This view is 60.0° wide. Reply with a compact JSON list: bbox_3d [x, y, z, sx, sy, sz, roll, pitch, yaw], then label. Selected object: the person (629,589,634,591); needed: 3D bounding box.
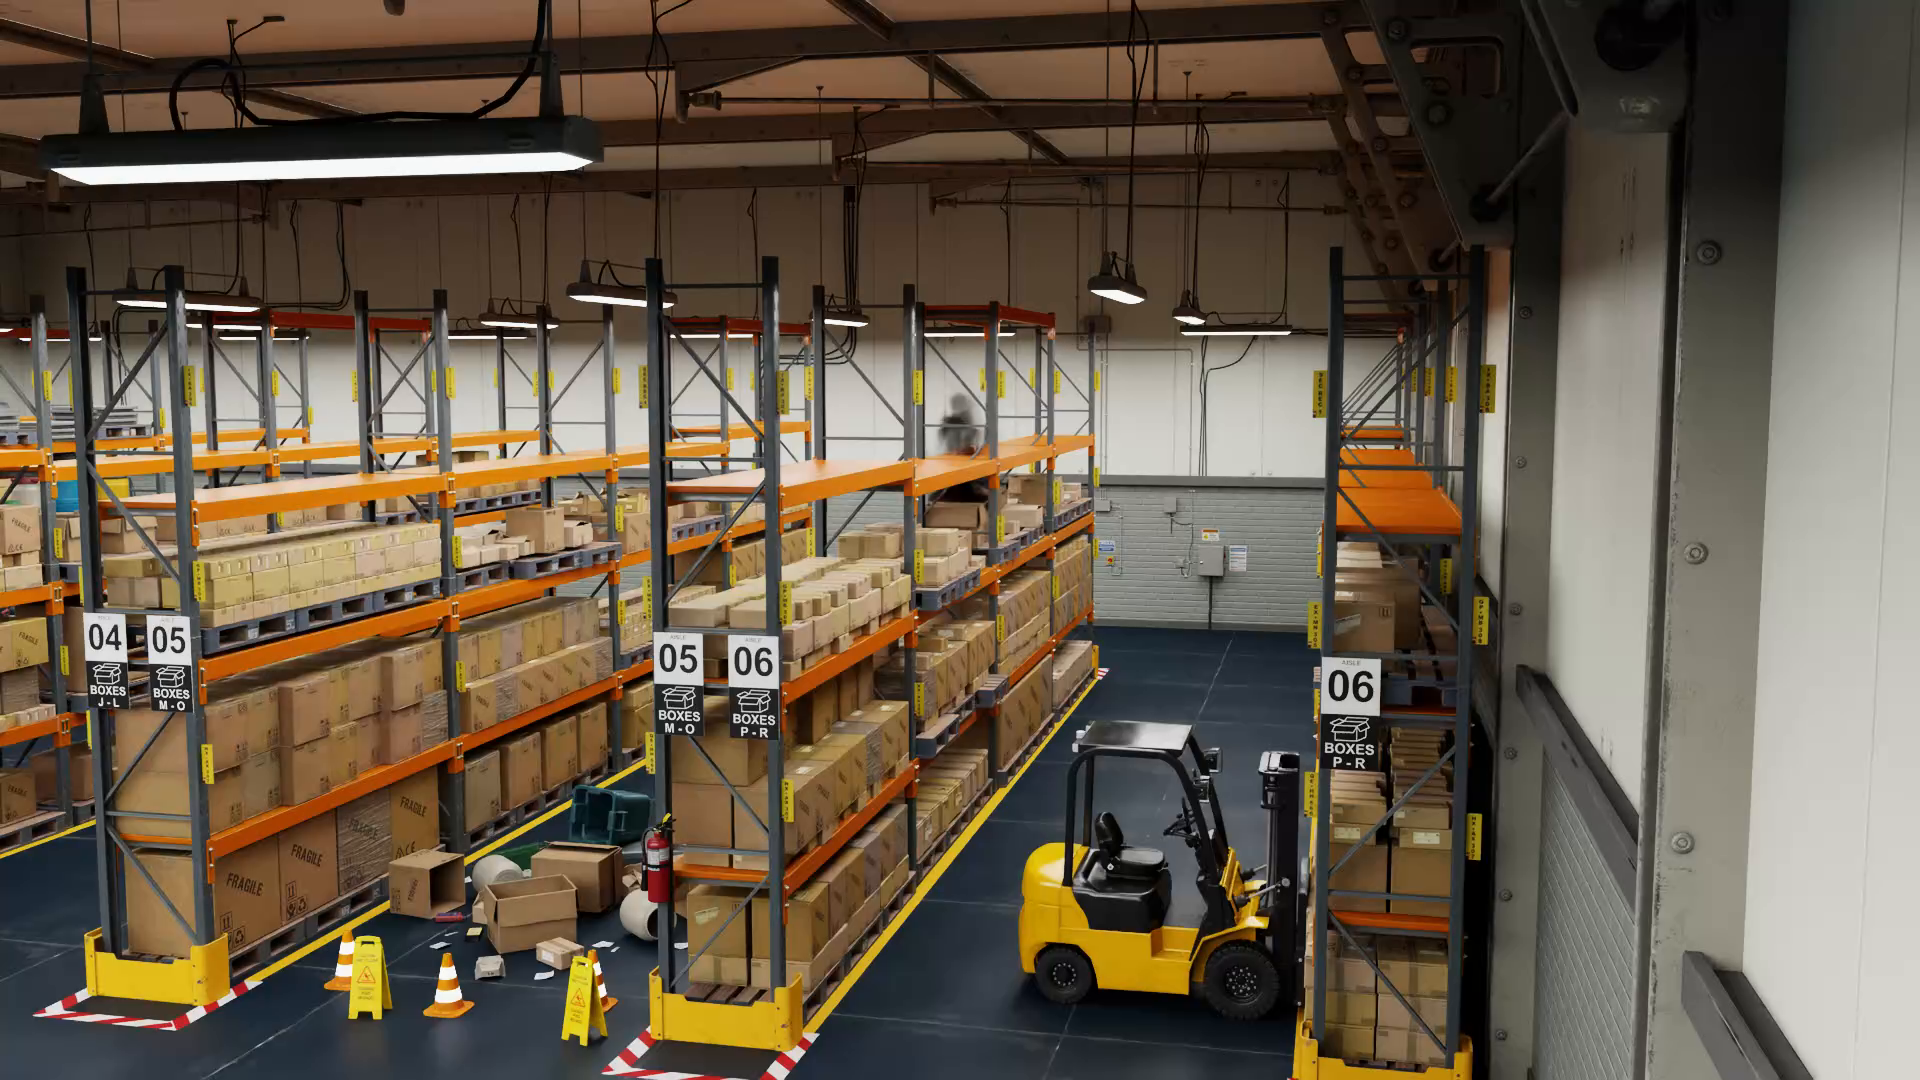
[{"bbox_3d":[-5.380,1.604,27.309,0.571,1.607,0.554,2,6,15],"label":"person"}]
